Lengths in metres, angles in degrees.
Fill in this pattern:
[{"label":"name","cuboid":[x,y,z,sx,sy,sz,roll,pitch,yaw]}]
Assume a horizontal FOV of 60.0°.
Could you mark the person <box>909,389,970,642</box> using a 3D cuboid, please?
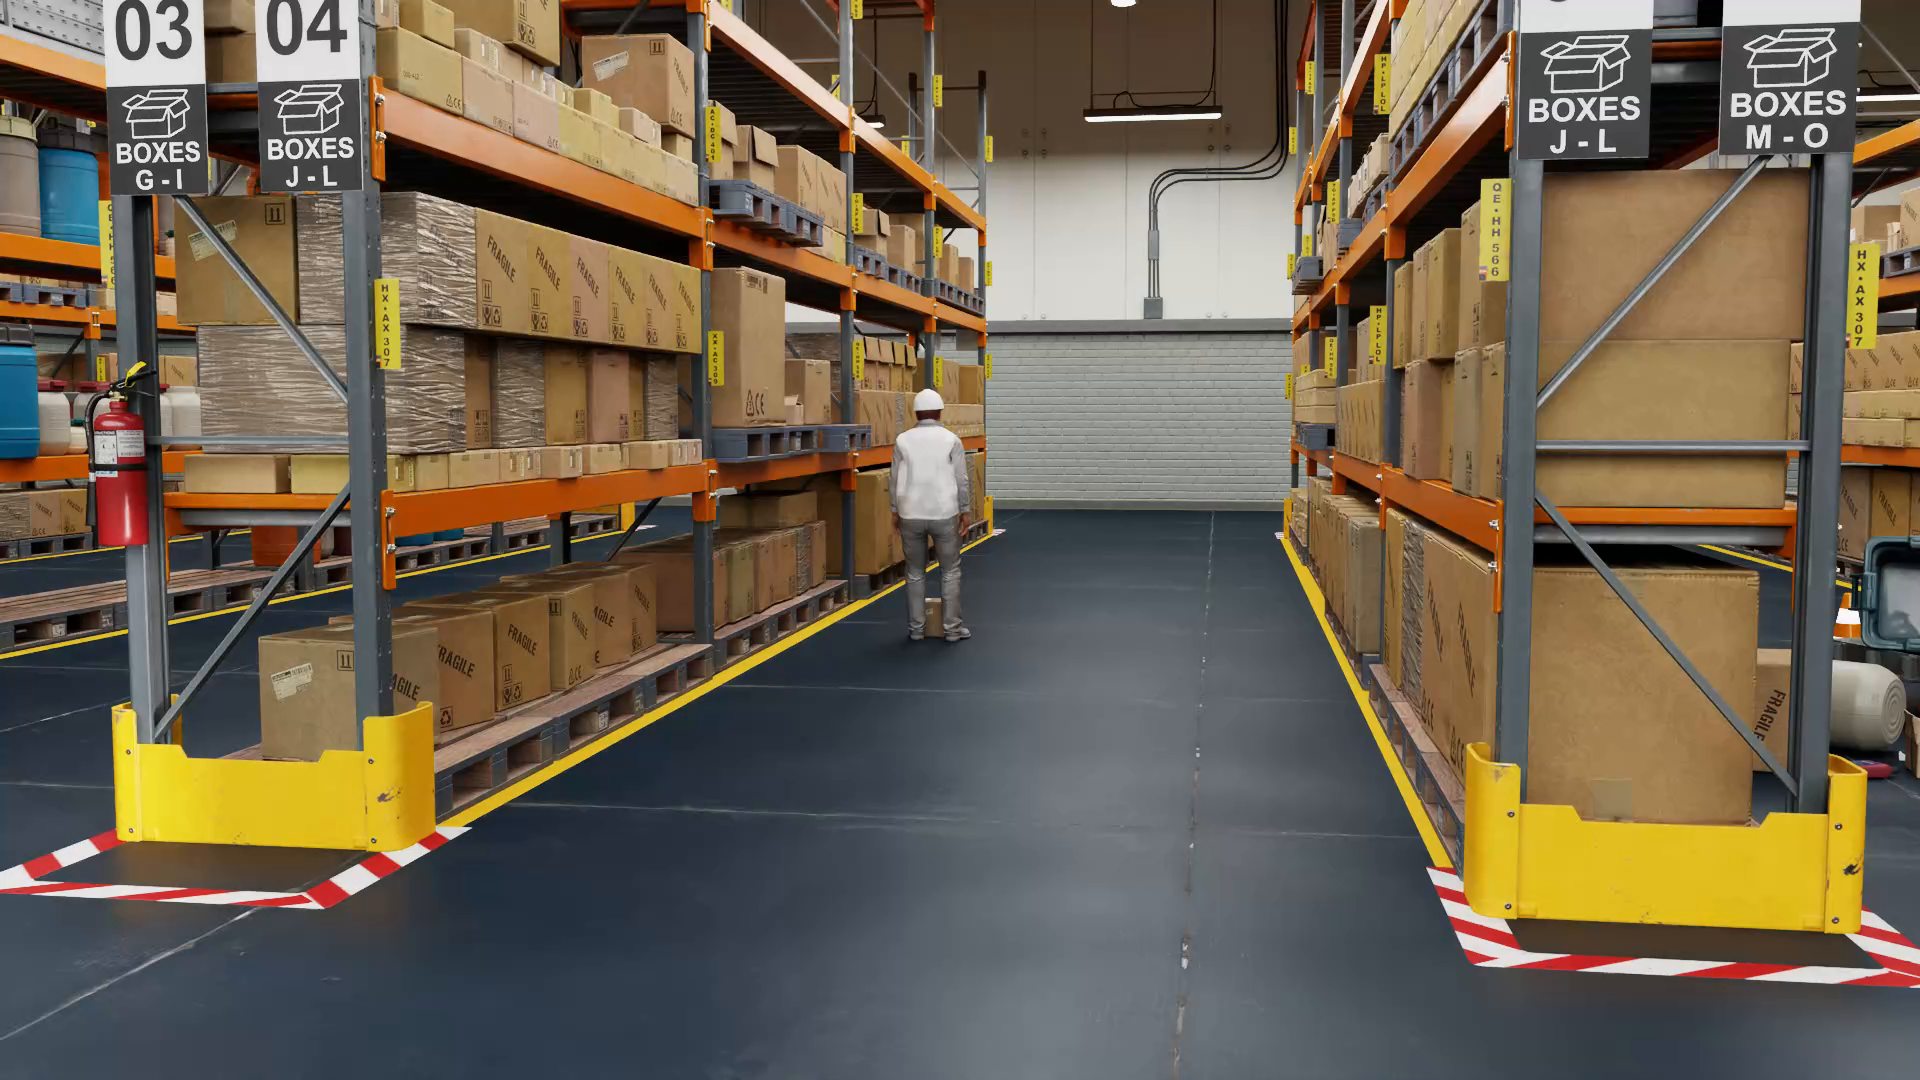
[{"label":"person","cuboid":[-3.541,-2.217,11.944,7.240,5.808,11.415,1,4,9]}]
